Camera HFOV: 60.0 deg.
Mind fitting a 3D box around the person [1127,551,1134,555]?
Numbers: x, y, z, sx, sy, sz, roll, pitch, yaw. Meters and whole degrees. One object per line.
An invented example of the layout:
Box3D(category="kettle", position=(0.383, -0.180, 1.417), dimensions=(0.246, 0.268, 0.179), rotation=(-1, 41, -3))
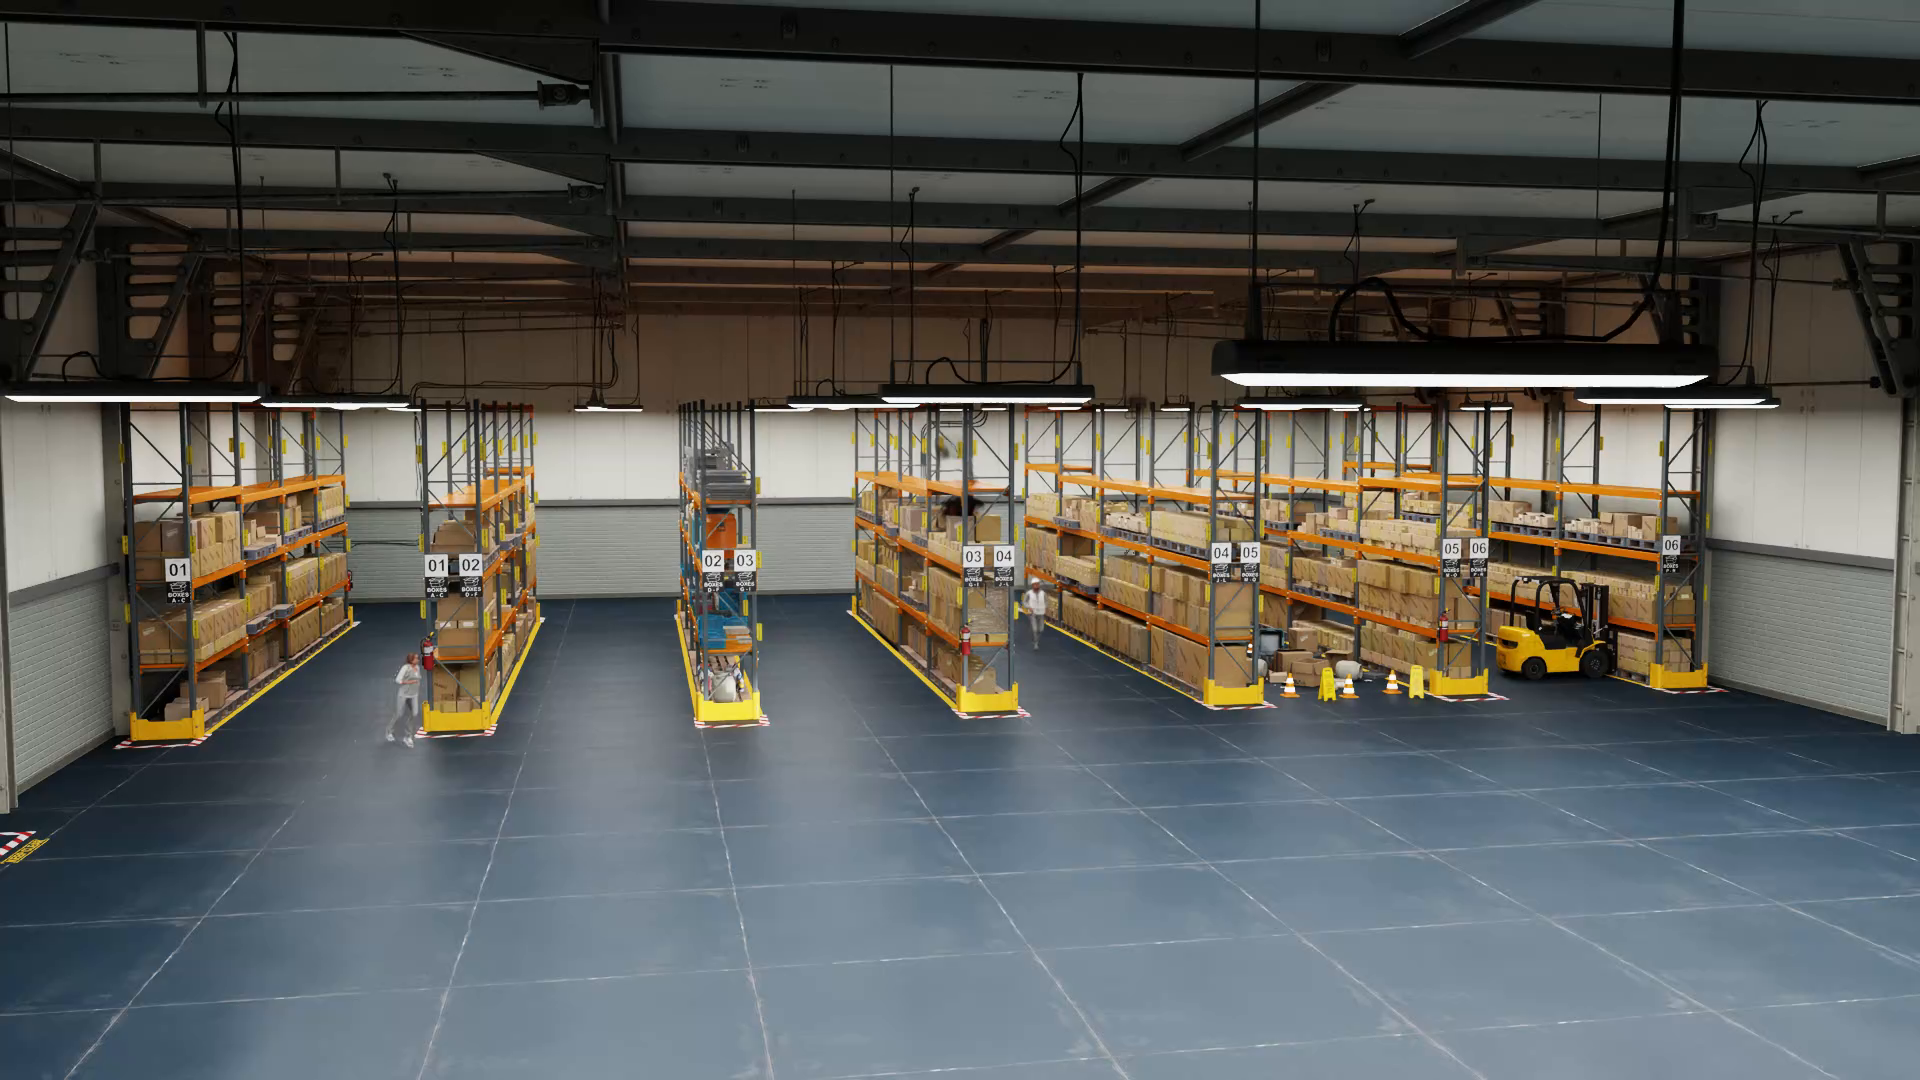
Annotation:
Box3D(category="person", position=(4.884, 1.226, 47.811), dimensions=(0.693, 1.796, 0.888), rotation=(-3, 5, -30))

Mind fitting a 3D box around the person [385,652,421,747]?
Box3D(category="person", position=(-9.616, 2.749, 28.976), dimensions=(0.727, 1.600, 0.564), rotation=(3, 5, 37))

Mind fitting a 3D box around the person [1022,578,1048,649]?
Box3D(category="person", position=(1.859, 1.798, 40.723), dimensions=(0.661, 1.731, 0.585), rotation=(-1, 4, -11))
